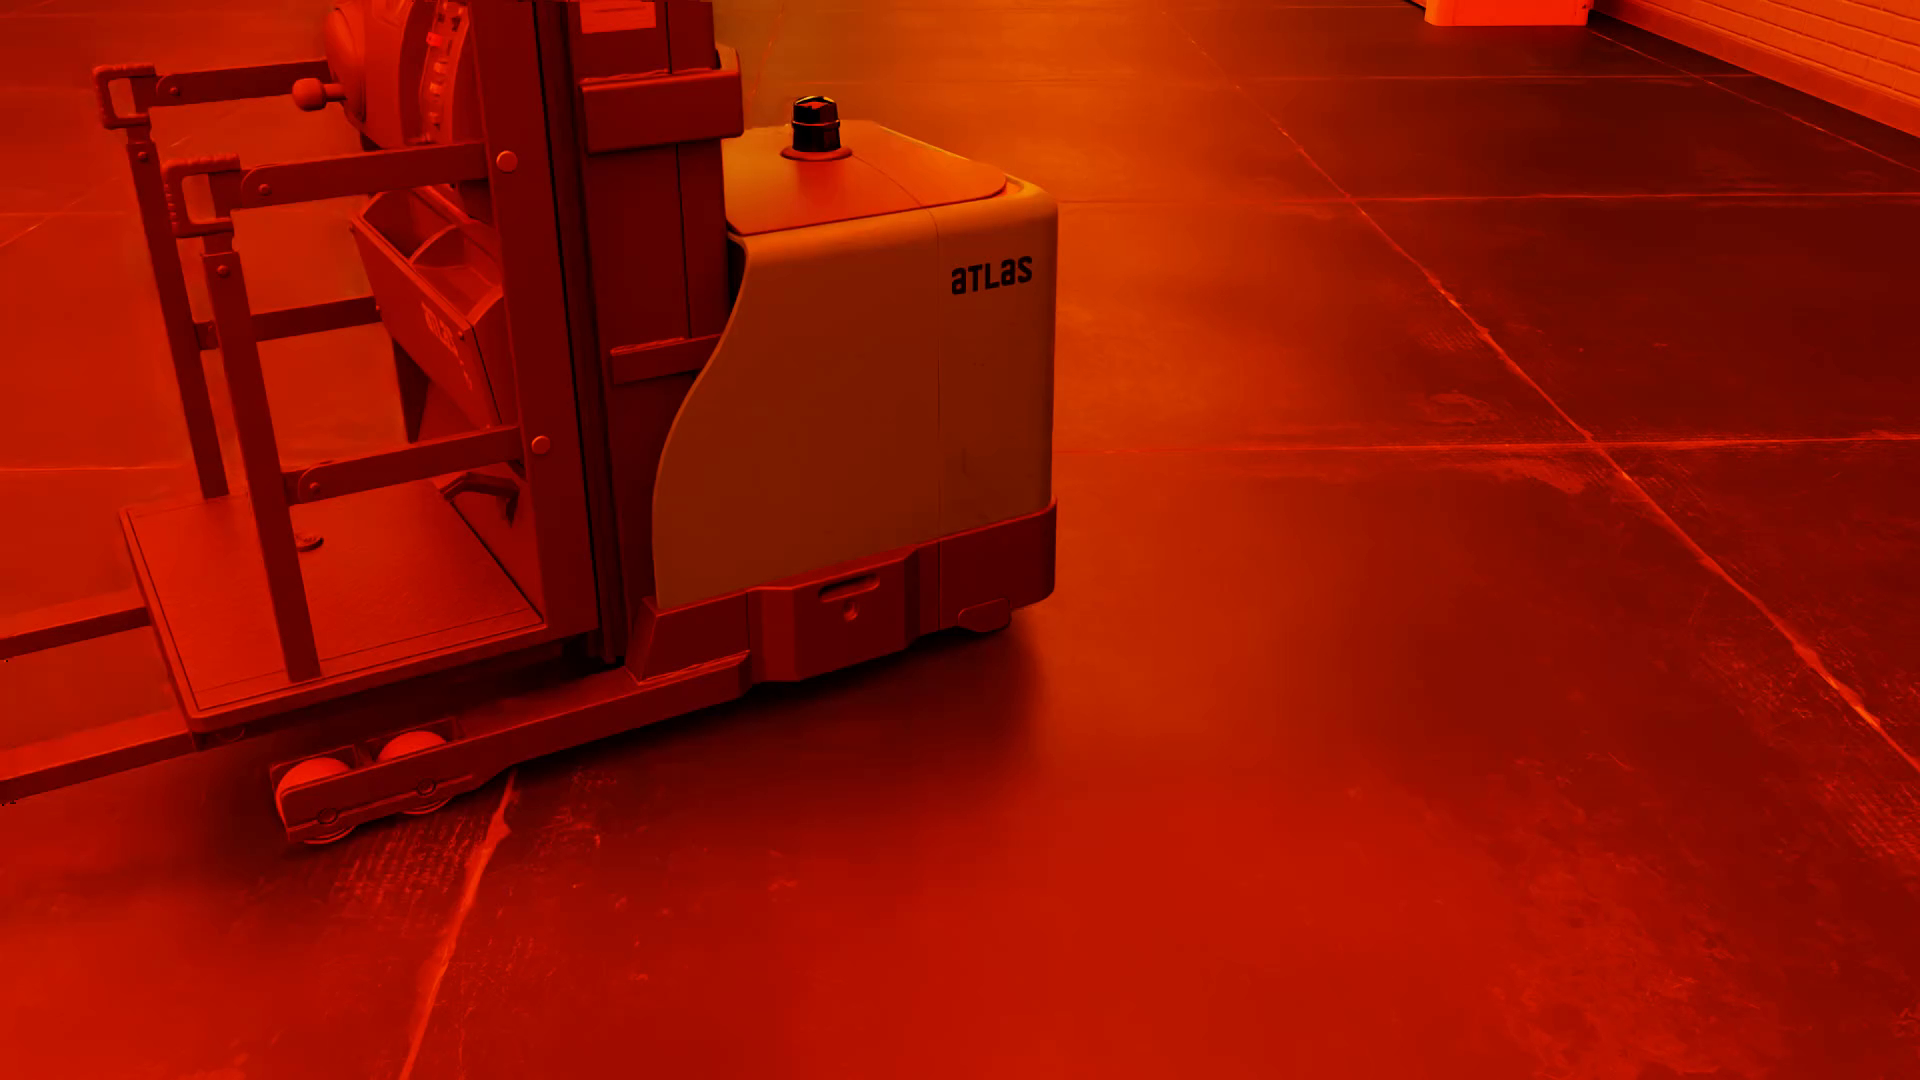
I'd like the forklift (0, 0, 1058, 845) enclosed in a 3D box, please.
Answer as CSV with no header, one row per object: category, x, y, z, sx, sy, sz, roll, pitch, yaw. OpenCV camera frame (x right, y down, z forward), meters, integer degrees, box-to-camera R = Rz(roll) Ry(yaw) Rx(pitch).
forklift,-1.292,-0.976,3.221,3.031,2.935,1.130,-15,30,-28
